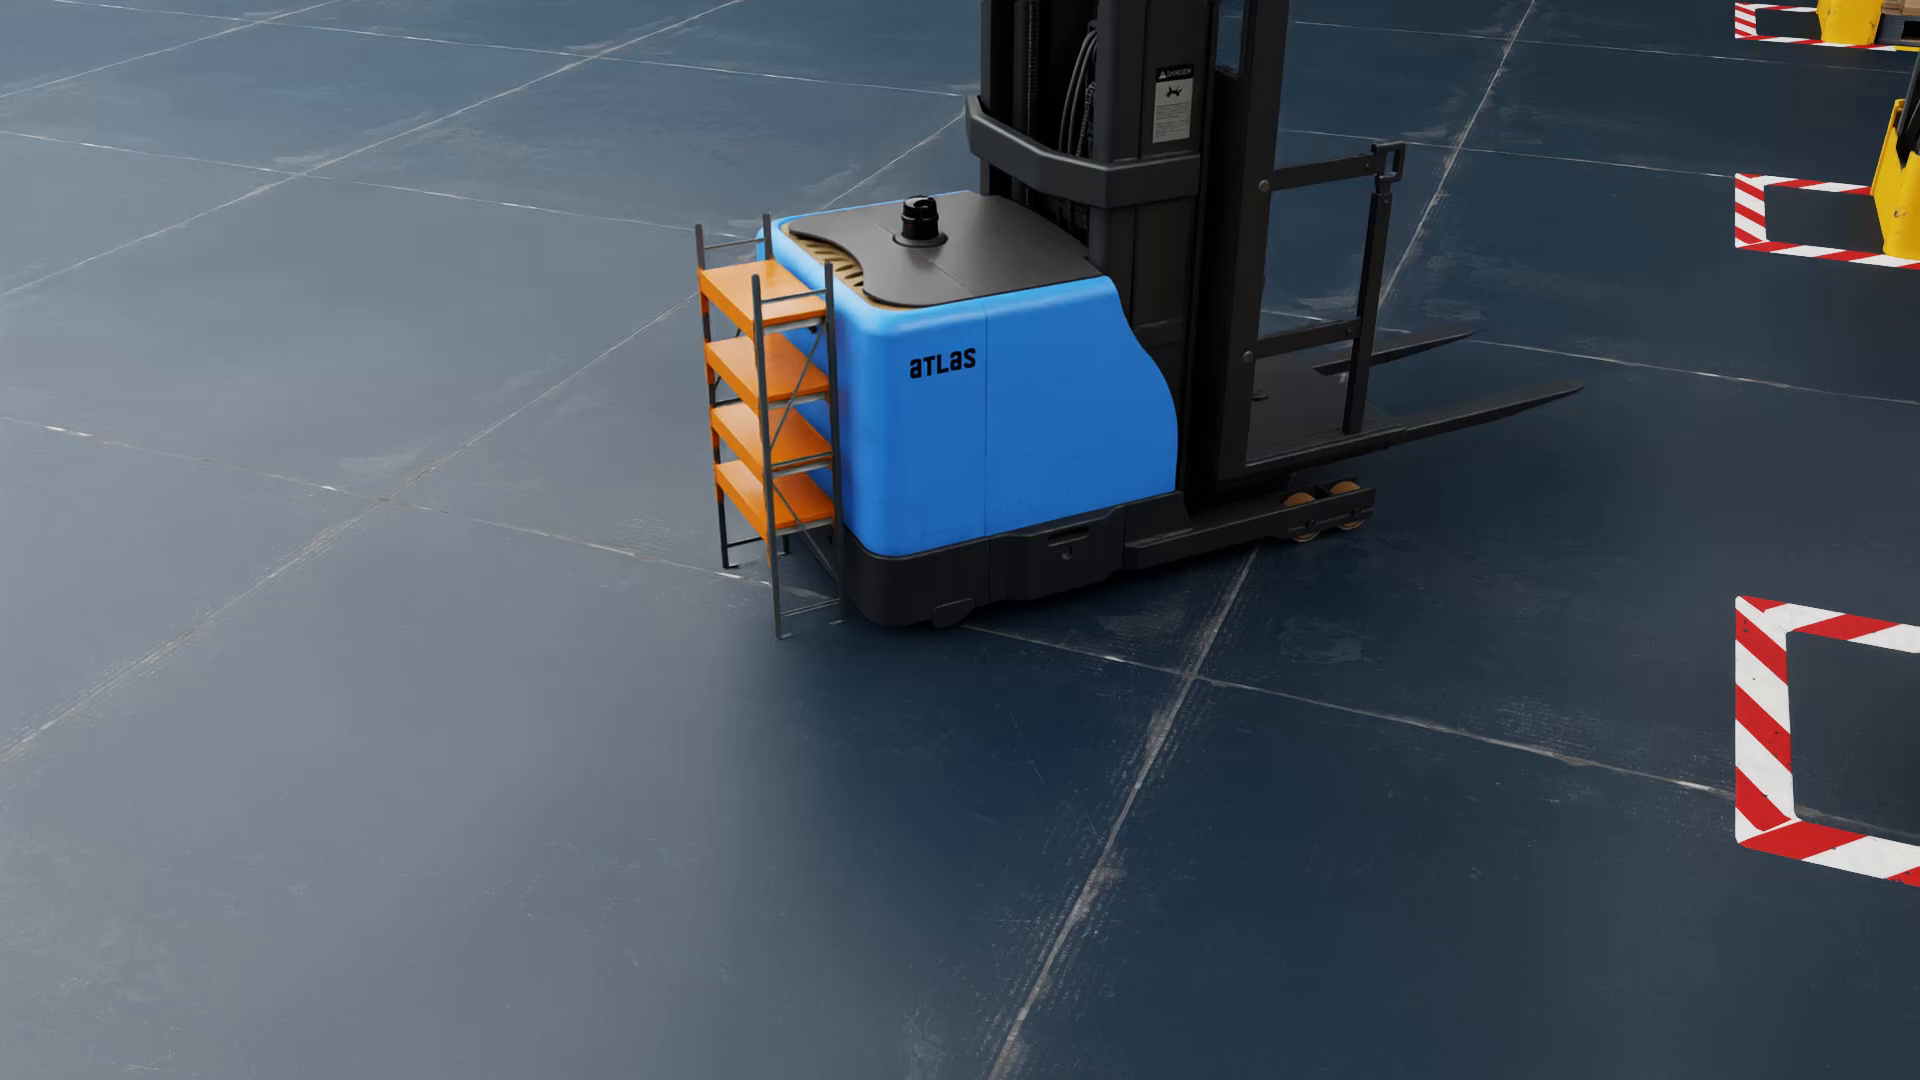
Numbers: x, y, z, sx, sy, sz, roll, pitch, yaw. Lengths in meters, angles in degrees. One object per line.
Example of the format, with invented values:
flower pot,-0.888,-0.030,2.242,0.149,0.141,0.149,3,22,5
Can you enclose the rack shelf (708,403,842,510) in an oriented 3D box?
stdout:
rack shelf,-0.580,-0.286,5.173,0.258,0.148,0.480,-14,32,-23

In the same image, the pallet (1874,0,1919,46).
pallet,7.461,-3.859,12.363,1.213,0.211,1.003,11,31,19

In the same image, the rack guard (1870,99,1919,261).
rack guard,4.959,-1.857,8.527,0.348,0.500,1.175,11,31,19

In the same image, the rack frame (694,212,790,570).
rack frame,-0.689,-0.452,5.330,0.240,1.200,0.015,-14,32,-23

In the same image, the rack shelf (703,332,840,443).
rack shelf,-0.580,-0.481,5.063,0.258,0.148,0.480,-14,32,-23

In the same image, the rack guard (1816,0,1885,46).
rack guard,6.715,-4.112,12.516,0.348,0.500,1.175,11,31,19

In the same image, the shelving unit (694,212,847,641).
shelving unit,-0.580,-0.344,5.140,0.258,1.200,0.503,-14,32,-23

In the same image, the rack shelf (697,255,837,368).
rack shelf,-0.580,-0.686,4.947,0.258,0.148,0.480,-14,32,-23

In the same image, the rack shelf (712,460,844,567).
rack shelf,-0.580,-0.113,5.271,0.258,0.148,0.480,-14,32,-23

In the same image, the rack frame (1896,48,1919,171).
rack frame,4.871,-2.938,7.899,0.127,3.000,1.000,11,31,19

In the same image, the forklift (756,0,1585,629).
forklift,0.879,-1.488,5.405,3.031,2.935,1.130,-14,32,-23

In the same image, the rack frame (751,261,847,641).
rack frame,-0.470,-0.237,4.950,0.240,1.200,0.015,-14,32,-23

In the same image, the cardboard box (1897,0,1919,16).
cardboard box,7.150,-3.981,12.112,0.500,0.250,0.500,11,31,19
